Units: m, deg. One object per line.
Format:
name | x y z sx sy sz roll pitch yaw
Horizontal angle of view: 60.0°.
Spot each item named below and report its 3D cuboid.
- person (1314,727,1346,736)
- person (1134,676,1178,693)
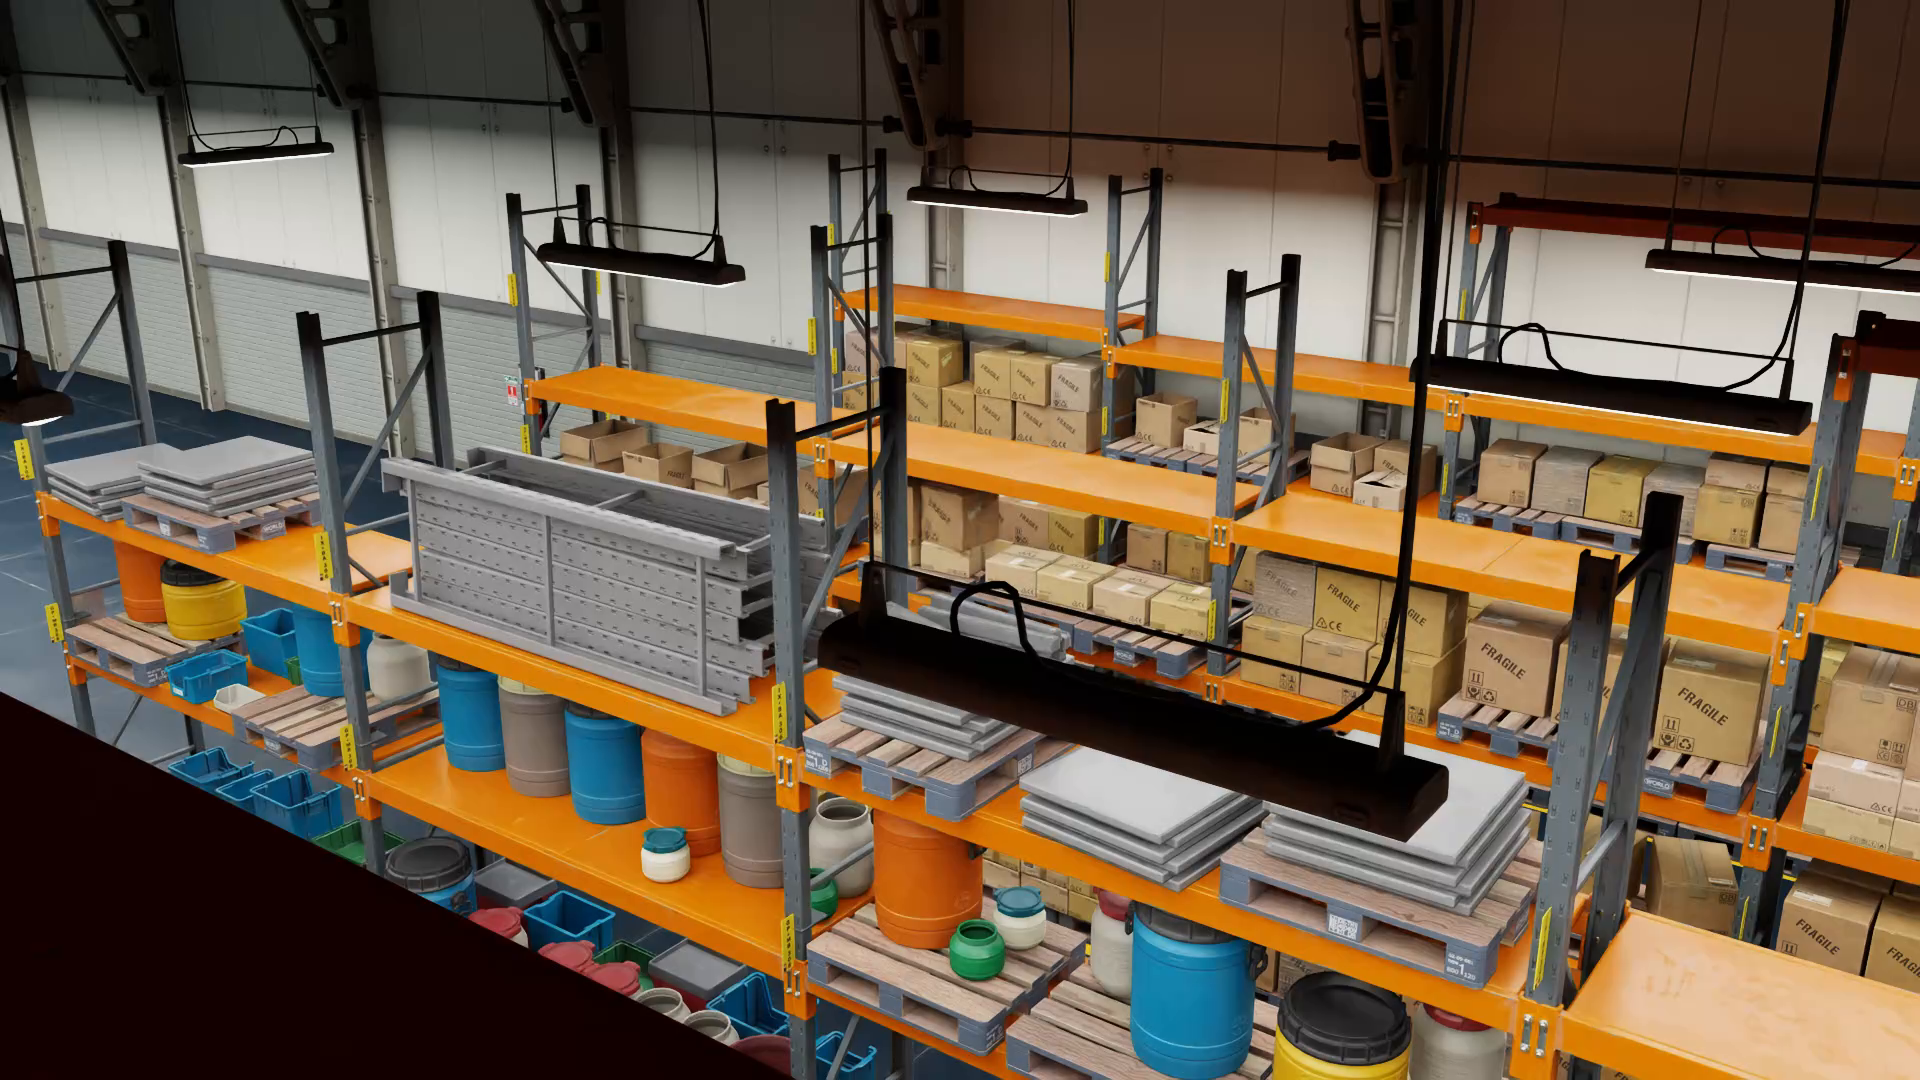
person | 3.797 1.866 17.081 0.994 1.533 0.421 12 22 33
person | 2.046 1.706 17.459 0.516 1.618 0.536 -15 24 -38
